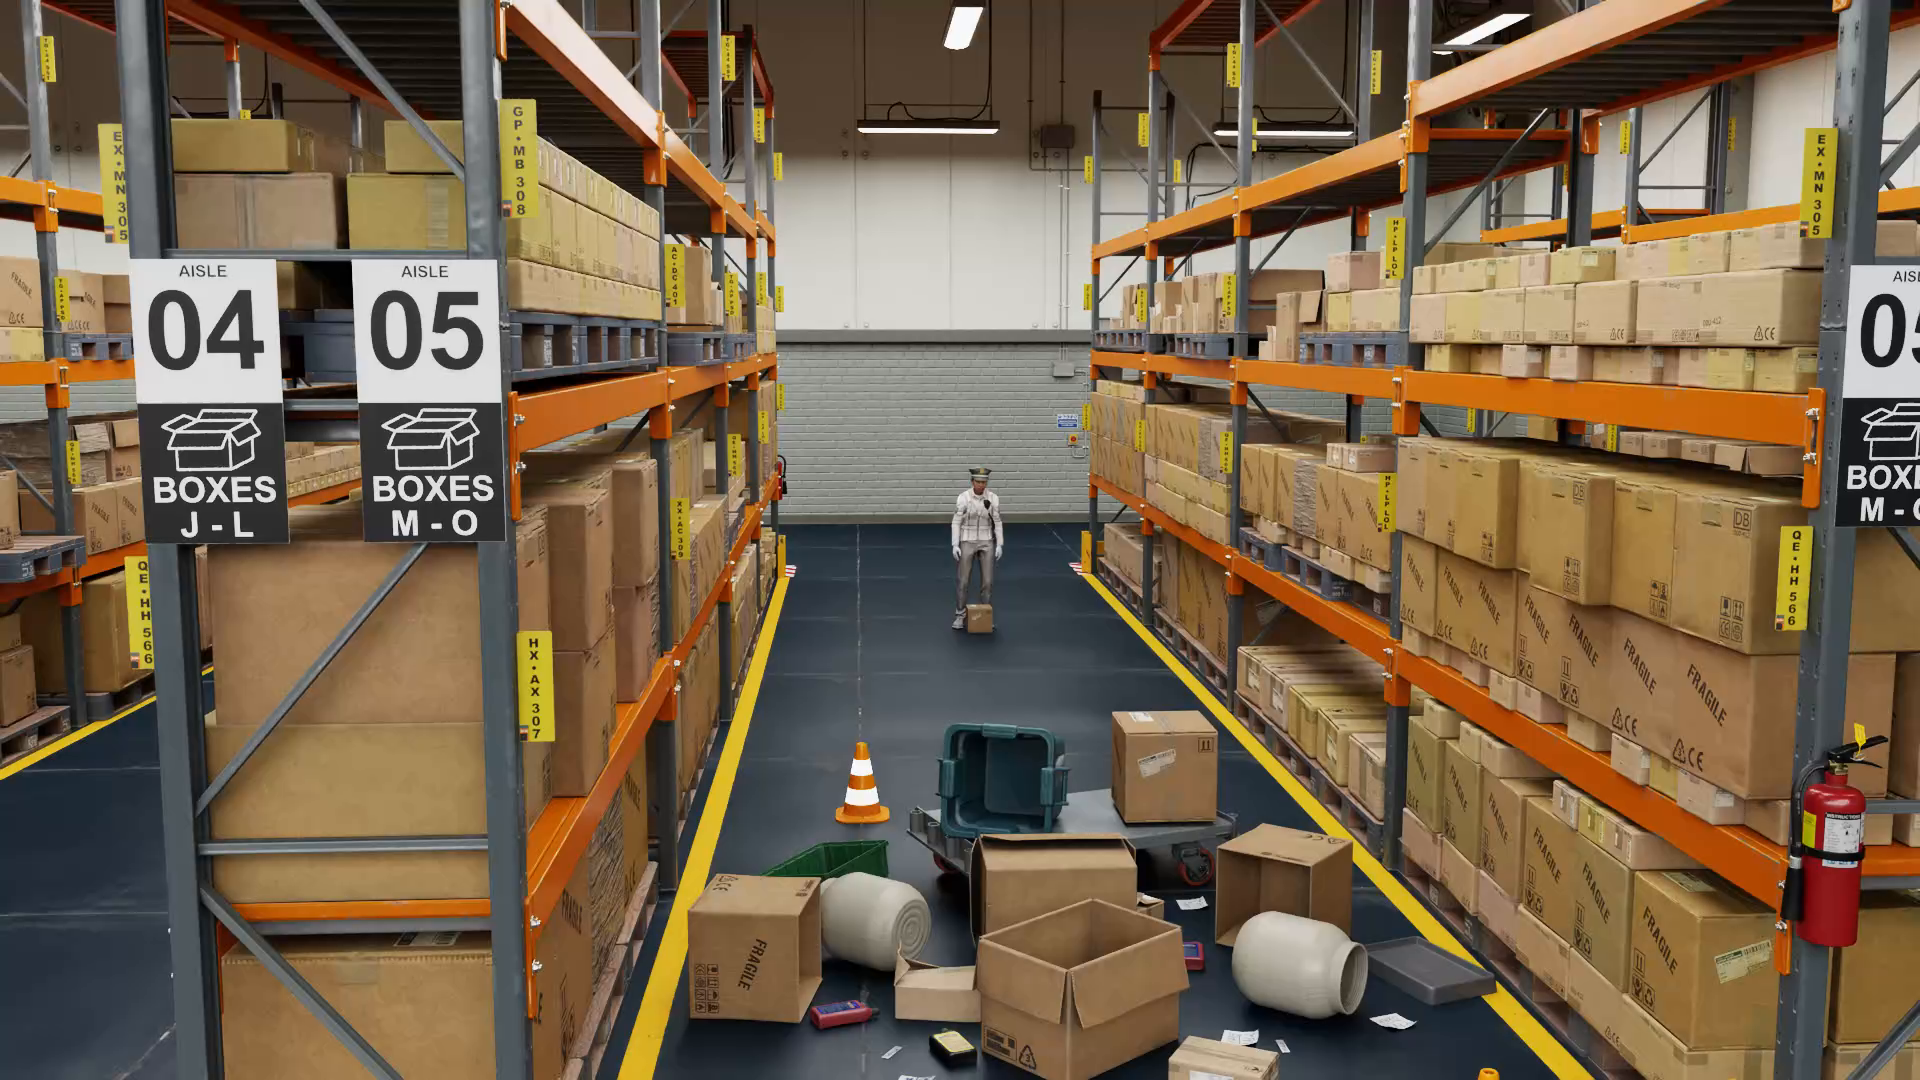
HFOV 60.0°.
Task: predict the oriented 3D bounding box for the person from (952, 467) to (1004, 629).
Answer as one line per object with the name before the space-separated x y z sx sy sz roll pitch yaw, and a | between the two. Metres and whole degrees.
person | 0.179 0.072 17.140 0.544 1.666 0.371 -1 7 -6
